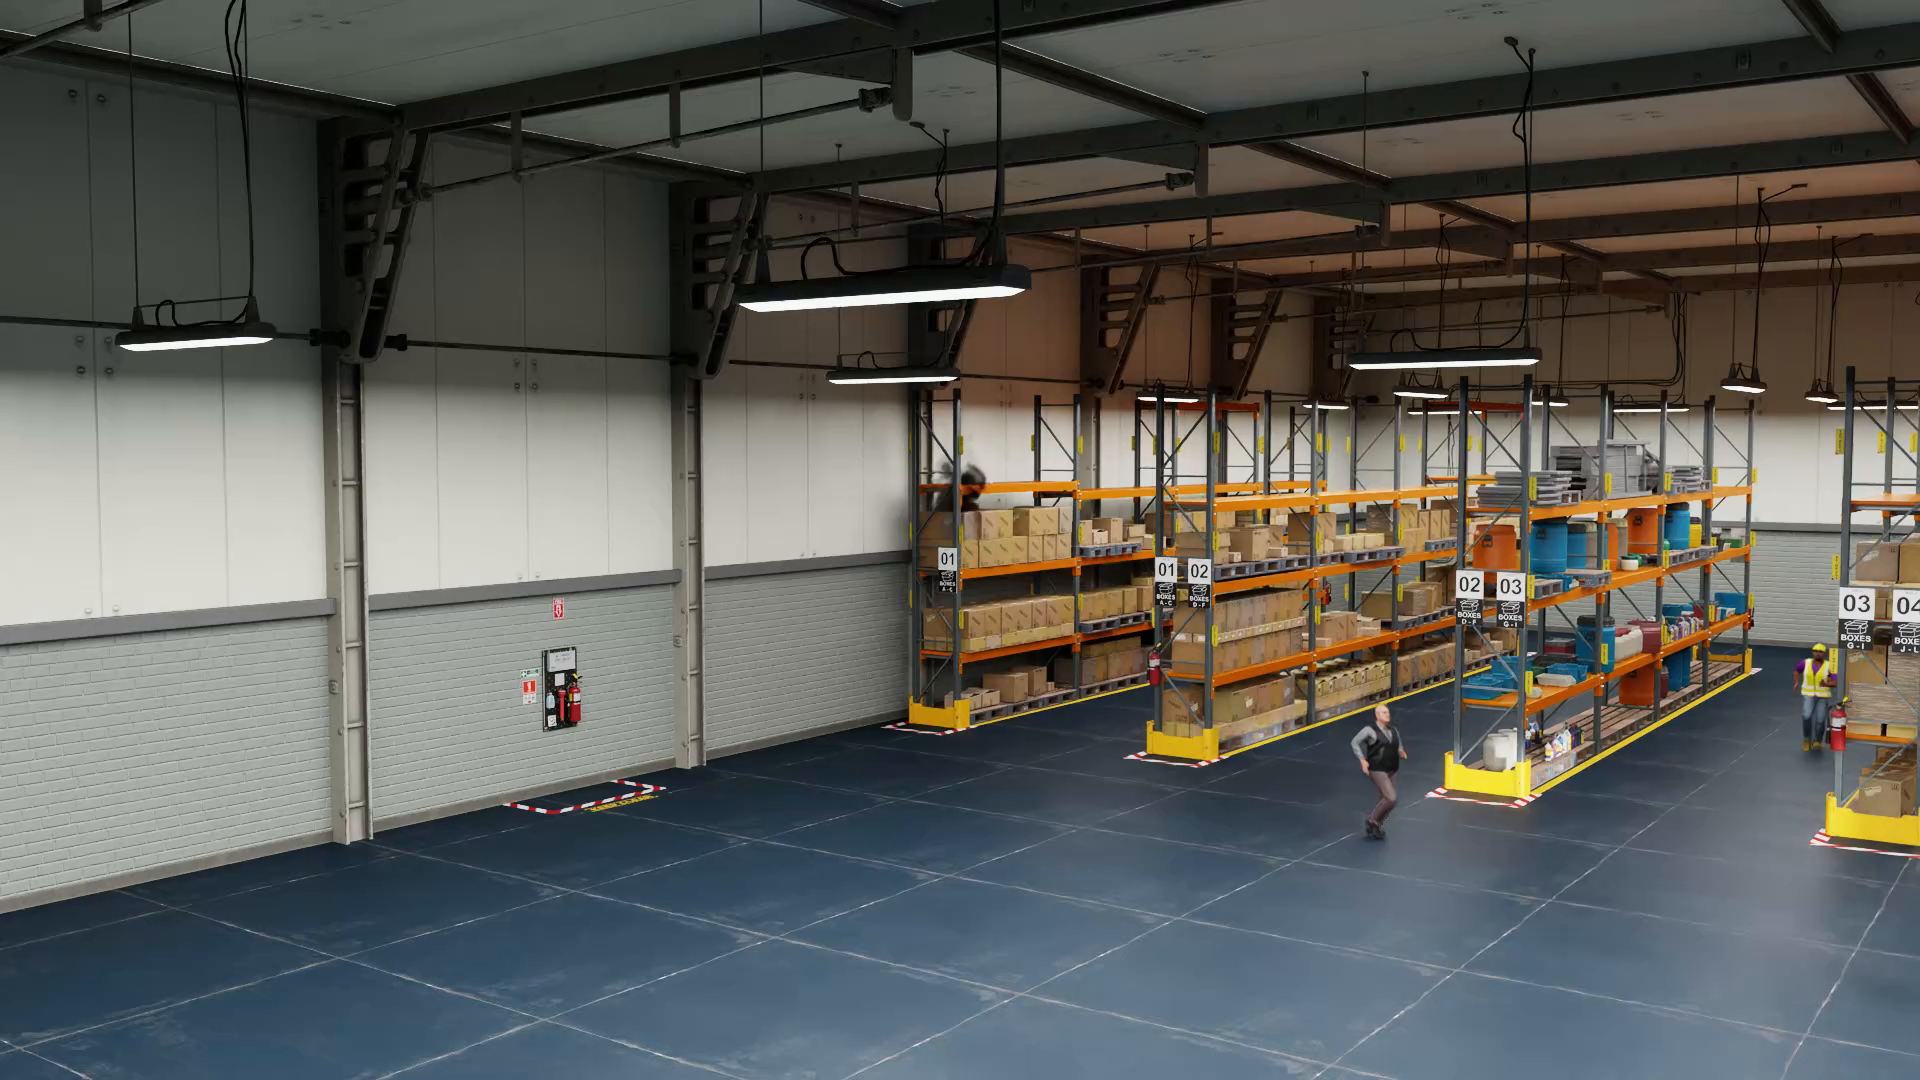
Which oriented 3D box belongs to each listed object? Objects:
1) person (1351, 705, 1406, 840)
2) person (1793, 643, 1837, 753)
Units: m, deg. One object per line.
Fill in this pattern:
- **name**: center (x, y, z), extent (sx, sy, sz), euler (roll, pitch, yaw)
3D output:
- **person**: center (5.368, 2.944, 21.044), extent (0.639, 1.700, 0.670), euler (-2, 4, -32)
- **person**: center (13.975, 2.581, 27.150), extent (0.687, 1.787, 0.702), euler (2, 4, 30)
